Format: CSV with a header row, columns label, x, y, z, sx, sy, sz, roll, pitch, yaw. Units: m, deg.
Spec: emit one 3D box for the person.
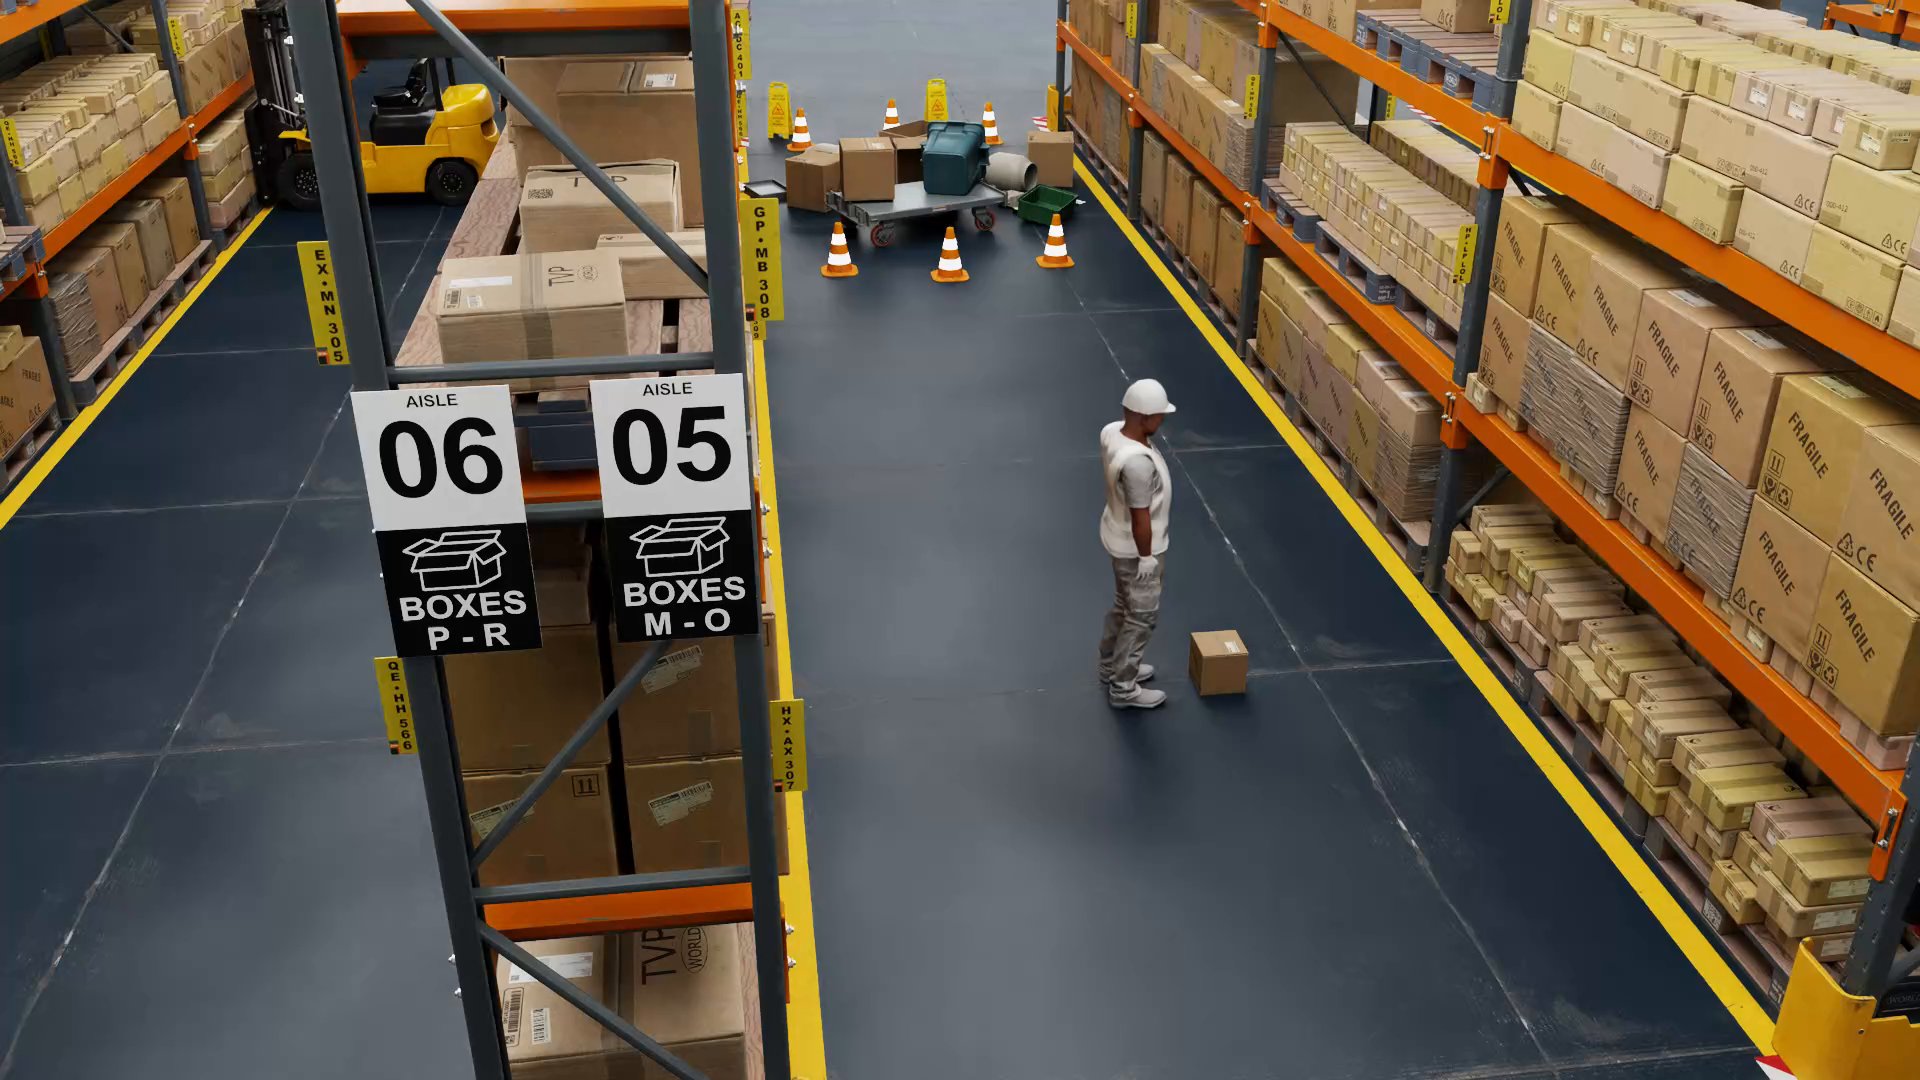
label,x,y,z,sx,sy,sz,roll,pitch,yaw
person,0.900,0.010,8.582,0.362,1.775,0.546,-3,27,-6
